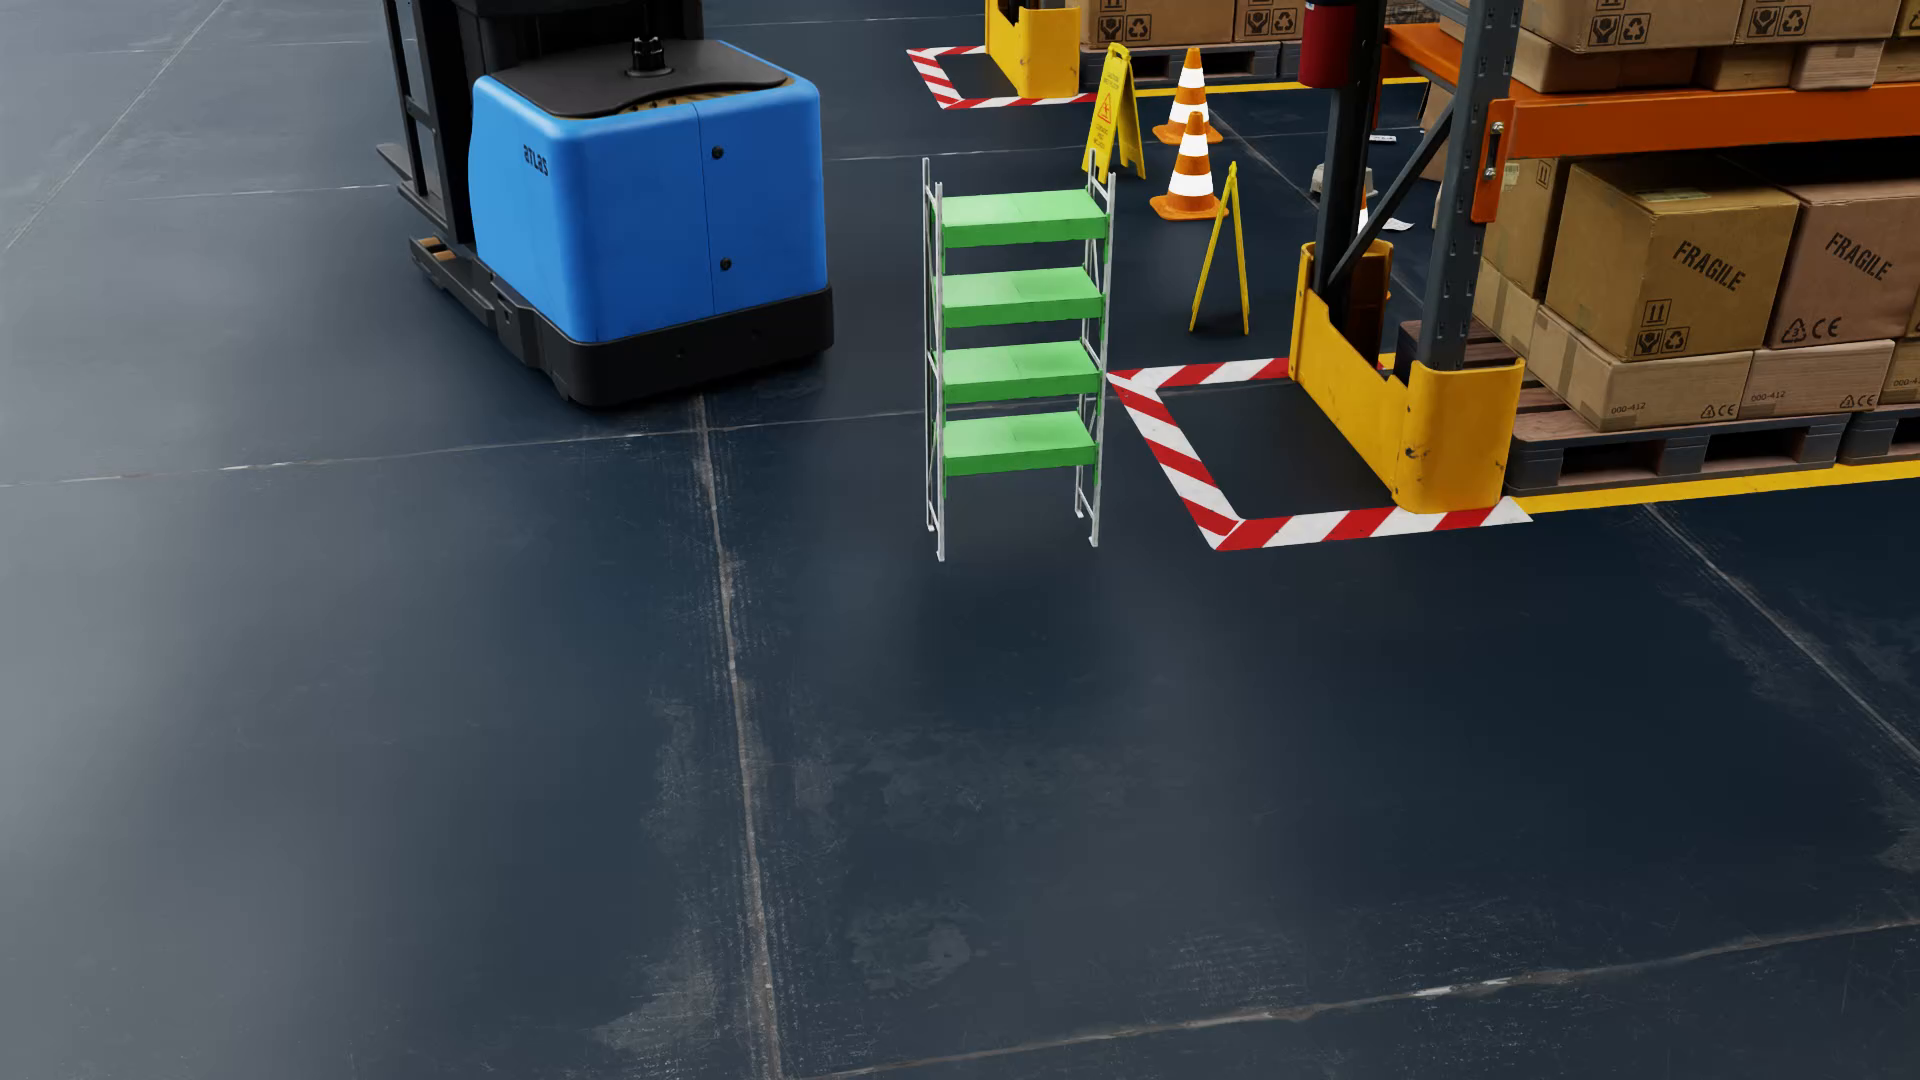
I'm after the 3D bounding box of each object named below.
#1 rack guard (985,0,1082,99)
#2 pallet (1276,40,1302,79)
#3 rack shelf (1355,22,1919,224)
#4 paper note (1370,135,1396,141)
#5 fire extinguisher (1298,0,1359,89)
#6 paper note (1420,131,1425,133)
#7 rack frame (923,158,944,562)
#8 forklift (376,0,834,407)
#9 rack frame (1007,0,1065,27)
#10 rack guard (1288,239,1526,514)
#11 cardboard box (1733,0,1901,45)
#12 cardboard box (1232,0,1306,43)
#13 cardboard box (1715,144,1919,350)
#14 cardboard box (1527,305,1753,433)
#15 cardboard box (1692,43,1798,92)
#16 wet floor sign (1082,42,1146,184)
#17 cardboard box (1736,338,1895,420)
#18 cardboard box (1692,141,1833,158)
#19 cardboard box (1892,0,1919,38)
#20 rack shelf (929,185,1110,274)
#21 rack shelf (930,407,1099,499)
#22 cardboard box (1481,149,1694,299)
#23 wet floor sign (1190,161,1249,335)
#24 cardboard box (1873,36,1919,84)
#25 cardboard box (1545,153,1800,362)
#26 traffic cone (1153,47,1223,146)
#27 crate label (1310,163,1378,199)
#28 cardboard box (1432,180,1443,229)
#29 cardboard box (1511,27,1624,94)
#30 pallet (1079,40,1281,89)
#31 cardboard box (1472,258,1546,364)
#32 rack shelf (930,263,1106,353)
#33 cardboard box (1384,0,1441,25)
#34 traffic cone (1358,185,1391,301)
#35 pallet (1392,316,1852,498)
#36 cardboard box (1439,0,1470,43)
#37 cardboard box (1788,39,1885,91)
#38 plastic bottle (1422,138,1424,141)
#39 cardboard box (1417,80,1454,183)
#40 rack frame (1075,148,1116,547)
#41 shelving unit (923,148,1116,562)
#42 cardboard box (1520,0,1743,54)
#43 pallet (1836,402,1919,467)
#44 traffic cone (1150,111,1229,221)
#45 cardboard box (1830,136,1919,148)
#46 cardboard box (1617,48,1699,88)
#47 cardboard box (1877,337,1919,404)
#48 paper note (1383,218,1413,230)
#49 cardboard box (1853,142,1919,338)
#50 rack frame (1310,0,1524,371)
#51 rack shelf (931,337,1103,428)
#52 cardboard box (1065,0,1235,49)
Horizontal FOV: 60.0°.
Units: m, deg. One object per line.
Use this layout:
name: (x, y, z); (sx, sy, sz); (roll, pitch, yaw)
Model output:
rack guard: (0.423, -3.050, 9.944); (0.348, 0.500, 1.175); (-5, 31, -9)
pallet: (2.416, -3.150, 10.398); (1.213, 0.211, 1.003); (-5, 31, -9)
rack shelf: (3.405, -1.544, 5.626); (4.000, 0.370, 1.077); (-5, 31, -9)
paper note: (2.254, -2.142, 8.865); (0.142, 0.017, 0.144); (5, 31, 8)
fire extinguisher: (1.242, -1.857, 5.526); (0.183, 0.674, 0.296); (-5, 31, -9)
paper note: (2.549, -2.202, 8.984); (0.123, 0.001, 0.032); (10, 32, 17)
rack frame: (-0.077, -0.510, 4.934); (0.015, 1.200, 0.240); (-5, 31, -9)
forklift: (-1.715, -2.441, 6.509); (1.130, 2.935, 3.031); (-19, 35, -28)
rack frame: (0.446, -4.130, 9.315); (0.127, 3.000, 1.000); (-5, 31, -9)
rack guard: (1.512, -0.601, 5.778); (0.348, 0.500, 1.175); (-5, 31, -9)
cardboard box: (2.462, -1.796, 4.954); (0.500, 0.500, 0.500); (-4, 31, -7)
cardboard box: (1.967, -3.571, 10.046); (0.875, 0.875, 0.875); (-6, 31, -10)
cardboard box: (2.817, -0.978, 5.513); (0.500, 0.500, 0.500); (-6, 31, -11)
cardboard box: (2.281, -0.603, 5.614); (0.500, 0.250, 0.500); (-6, 31, -9)
cardboard box: (2.330, -1.505, 5.098); (0.250, 0.149, 0.380); (-6, 31, -11)
wet floor sign: (0.775, -2.125, 8.228); (0.232, 0.644, 0.267); (-11, 32, -17)
cardboard box: (2.784, -0.646, 5.687); (0.500, 0.250, 0.500); (-4, 31, -7)
cardboard box: (2.691, -1.243, 5.963); (0.500, 0.500, 0.500); (-4, 31, -7)
cardboard box: (2.963, -1.844, 5.034); (0.500, 0.500, 0.500); (-6, 31, -10)
rack shelf: (0.163, -0.891, 4.761); (0.480, 0.148, 0.258); (-5, 31, -9)
rack shelf: (0.163, -0.270, 5.126); (0.480, 0.148, 0.258); (-5, 31, -9)
cardboard box: (2.178, -1.193, 5.879); (0.500, 0.500, 0.500); (-5, 31, -9)
wet floor sign: (1.058, -1.173, 6.608); (0.232, 0.644, 0.267); (5, 31, 8)
cardboard box: (2.836, -1.545, 5.167); (0.250, 0.149, 0.380); (-5, 31, -8)
cardboard box: (2.304, -0.929, 5.428); (0.500, 0.500, 0.500); (-6, 31, -11)
traffic cone: (1.225, -2.377, 8.836); (0.334, 0.463, 0.336); (-5, 31, -9)
crate label: (1.856, -1.745, 8.082); (0.298, 0.136, 0.250); (-23, 38, -34)
cardboard box: (2.362, -1.569, 7.772); (0.250, 0.149, 0.380); (10, 32, 17)
cardboard box: (1.809, -1.491, 5.074); (0.250, 0.149, 0.380); (-5, 31, -9)
pallet: (1.219, -3.040, 10.212); (1.213, 0.211, 1.003); (-5, 31, -9)
cardboard box: (2.208, -0.877, 6.081); (0.500, 0.250, 0.500); (-5, 31, -9)
rack shelf: (0.163, -0.684, 4.882); (0.480, 0.148, 0.258); (-5, 31, -9)
cardboard box: (2.864, -3.654, 10.186); (0.875, 0.875, 0.875); (-5, 31, -9)
traffic cone: (1.628, -1.260, 6.937); (0.334, 0.463, 0.336); (-5, 31, -9)
pallet: (2.318, -0.533, 5.948); (1.213, 0.211, 1.003); (-5, 31, -9)
cardboard box: (1.767, -1.704, 5.436); (0.250, 0.149, 0.380); (-4, 31, -7)
cardboard box: (2.588, -1.505, 5.098); (0.250, 0.149, 0.380); (-5, 31, -8)
plastic bottle: (2.586, -2.103, 8.766); (0.283, 0.061, 0.133); (-17, 34, -26)
cardboard box: (2.709, -2.018, 8.185); (0.797, 0.503, 0.637); (23, 37, 33)
rack frame: (0.403, -0.555, 5.009); (0.015, 1.200, 0.240); (-5, 31, -9)
shelving unit: (0.163, -0.532, 4.972); (0.503, 1.200, 0.258); (-5, 31, -9)
cardboard box: (1.953, -1.748, 4.871); (0.500, 0.500, 0.500); (-6, 31, -10)
pallet: (3.515, -0.642, 6.134); (1.213, 0.211, 1.003); (-5, 31, -9)
traffic cone: (1.094, -1.783, 7.825); (0.334, 0.463, 0.336); (-5, 31, -9)
cardboard box: (3.189, -1.285, 6.035); (0.500, 0.500, 0.500); (-6, 31, -10)
cardboard box: (2.055, -1.521, 5.125); (0.250, 0.149, 0.380); (-5, 31, -8)
cardboard box: (3.319, -0.702, 5.783); (0.500, 0.250, 0.500); (-3, 31, -6)
paper note: (2.009, -1.470, 7.720); (0.142, 0.019, 0.148); (-17, 34, -26)
cardboard box: (3.312, -1.020, 5.584); (0.500, 0.500, 0.500); (-5, 31, -8)
rack frame: (1.437, -1.671, 5.133); (0.127, 3.000, 1.000); (-5, 31, -9)
rack shelf: (0.163, -0.477, 5.004); (0.480, 0.148, 0.258); (-5, 31, -9)
cardboard box: (1.102, -3.490, 9.908); (0.875, 0.875, 0.875); (-5, 31, -9)
